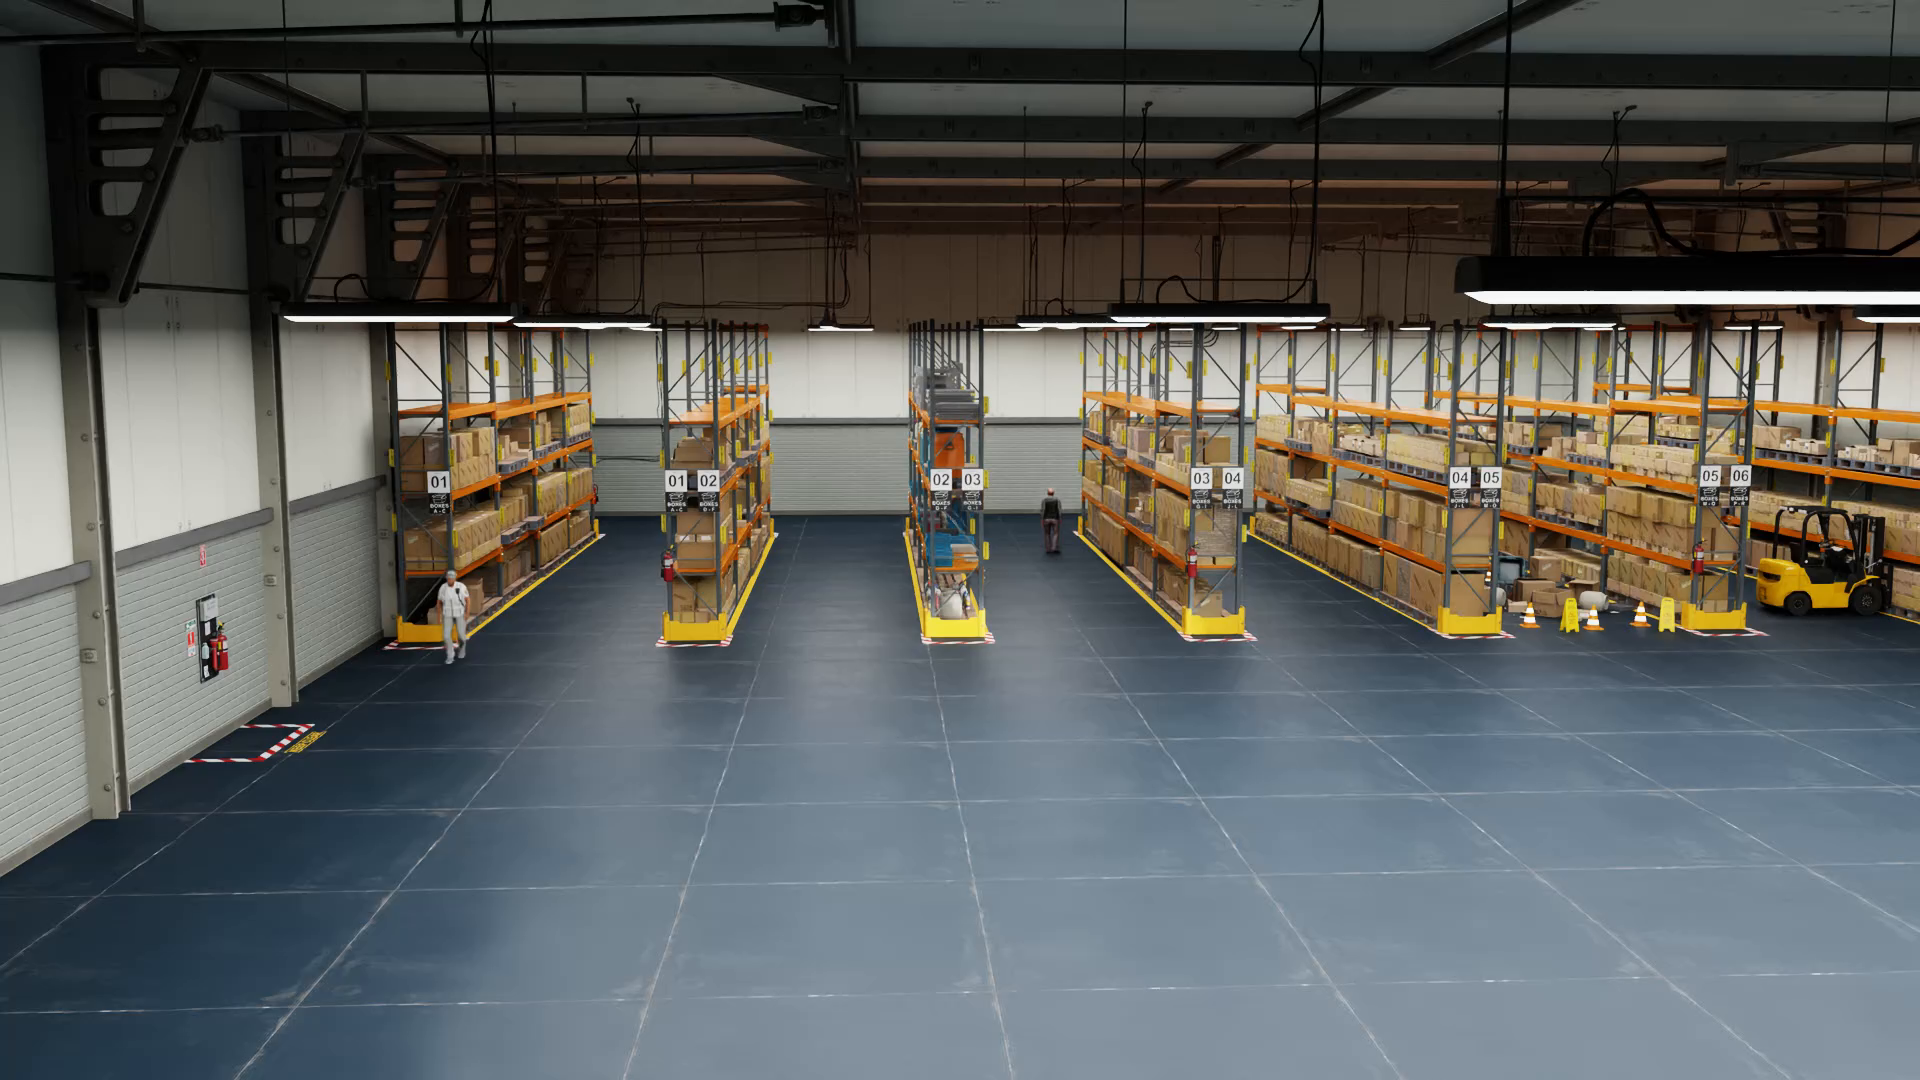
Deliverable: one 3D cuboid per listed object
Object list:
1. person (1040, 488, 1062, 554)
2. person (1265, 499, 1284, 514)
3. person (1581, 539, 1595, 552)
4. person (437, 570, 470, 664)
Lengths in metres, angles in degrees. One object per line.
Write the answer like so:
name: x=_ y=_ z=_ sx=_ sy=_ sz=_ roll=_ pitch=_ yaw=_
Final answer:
person: x=2.388 y=-0.498 z=43.512 sx=0.565 sy=1.721 sz=0.500 roll=0 pitch=7 yaw=3
person: x=9.449 y=-1.346 z=50.061 sx=0.879 sy=1.756 sz=0.565 roll=-1 pitch=7 yaw=-5
person: x=16.575 y=-0.499 z=43.781 sx=0.518 sy=1.713 sz=0.359 roll=-4 pitch=8 yaw=-30
person: x=-8.877 y=1.324 z=29.182 sx=0.571 sy=1.647 sz=0.592 roll=0 pitch=7 yaw=-4
